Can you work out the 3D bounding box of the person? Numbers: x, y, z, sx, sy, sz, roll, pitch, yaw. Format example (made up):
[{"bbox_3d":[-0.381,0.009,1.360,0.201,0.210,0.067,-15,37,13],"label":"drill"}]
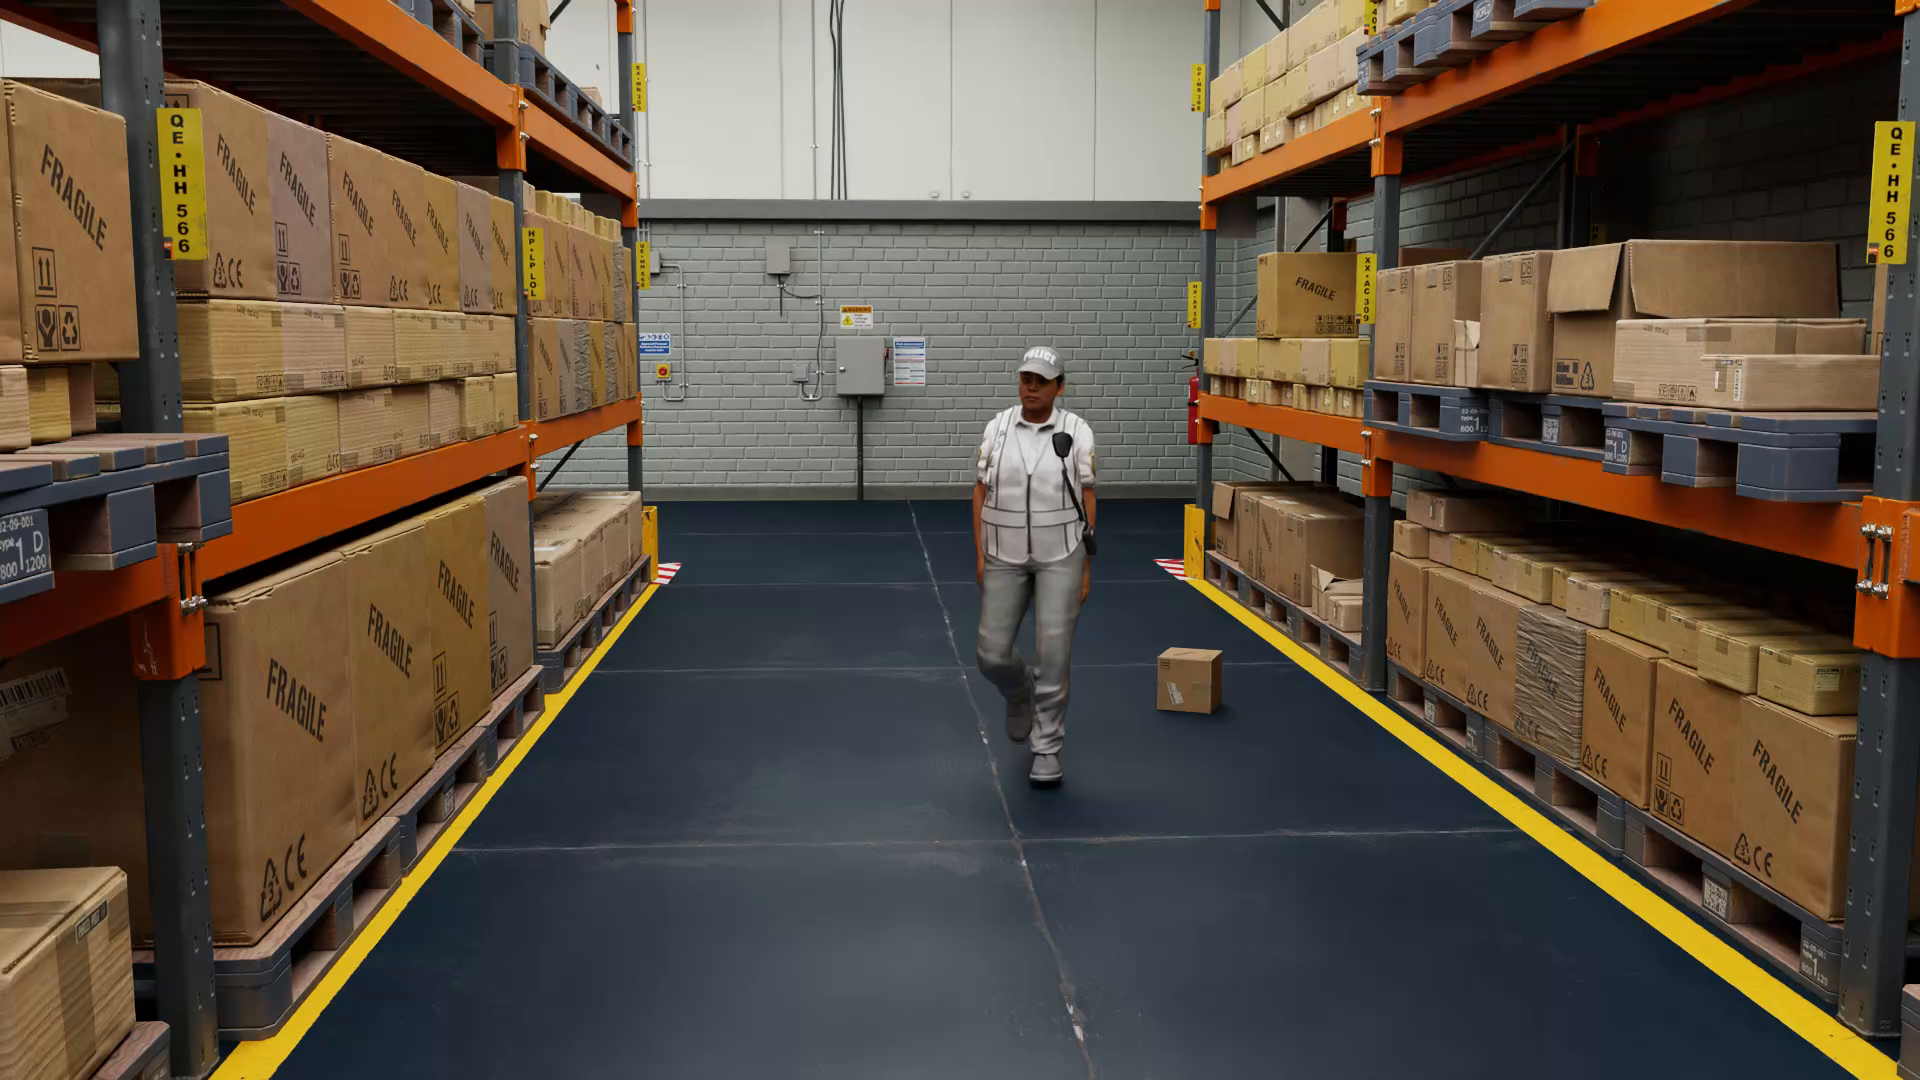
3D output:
[{"bbox_3d":[0.298,0.071,6.502,0.492,1.646,0.614,1,7,11],"label":"person"}]
